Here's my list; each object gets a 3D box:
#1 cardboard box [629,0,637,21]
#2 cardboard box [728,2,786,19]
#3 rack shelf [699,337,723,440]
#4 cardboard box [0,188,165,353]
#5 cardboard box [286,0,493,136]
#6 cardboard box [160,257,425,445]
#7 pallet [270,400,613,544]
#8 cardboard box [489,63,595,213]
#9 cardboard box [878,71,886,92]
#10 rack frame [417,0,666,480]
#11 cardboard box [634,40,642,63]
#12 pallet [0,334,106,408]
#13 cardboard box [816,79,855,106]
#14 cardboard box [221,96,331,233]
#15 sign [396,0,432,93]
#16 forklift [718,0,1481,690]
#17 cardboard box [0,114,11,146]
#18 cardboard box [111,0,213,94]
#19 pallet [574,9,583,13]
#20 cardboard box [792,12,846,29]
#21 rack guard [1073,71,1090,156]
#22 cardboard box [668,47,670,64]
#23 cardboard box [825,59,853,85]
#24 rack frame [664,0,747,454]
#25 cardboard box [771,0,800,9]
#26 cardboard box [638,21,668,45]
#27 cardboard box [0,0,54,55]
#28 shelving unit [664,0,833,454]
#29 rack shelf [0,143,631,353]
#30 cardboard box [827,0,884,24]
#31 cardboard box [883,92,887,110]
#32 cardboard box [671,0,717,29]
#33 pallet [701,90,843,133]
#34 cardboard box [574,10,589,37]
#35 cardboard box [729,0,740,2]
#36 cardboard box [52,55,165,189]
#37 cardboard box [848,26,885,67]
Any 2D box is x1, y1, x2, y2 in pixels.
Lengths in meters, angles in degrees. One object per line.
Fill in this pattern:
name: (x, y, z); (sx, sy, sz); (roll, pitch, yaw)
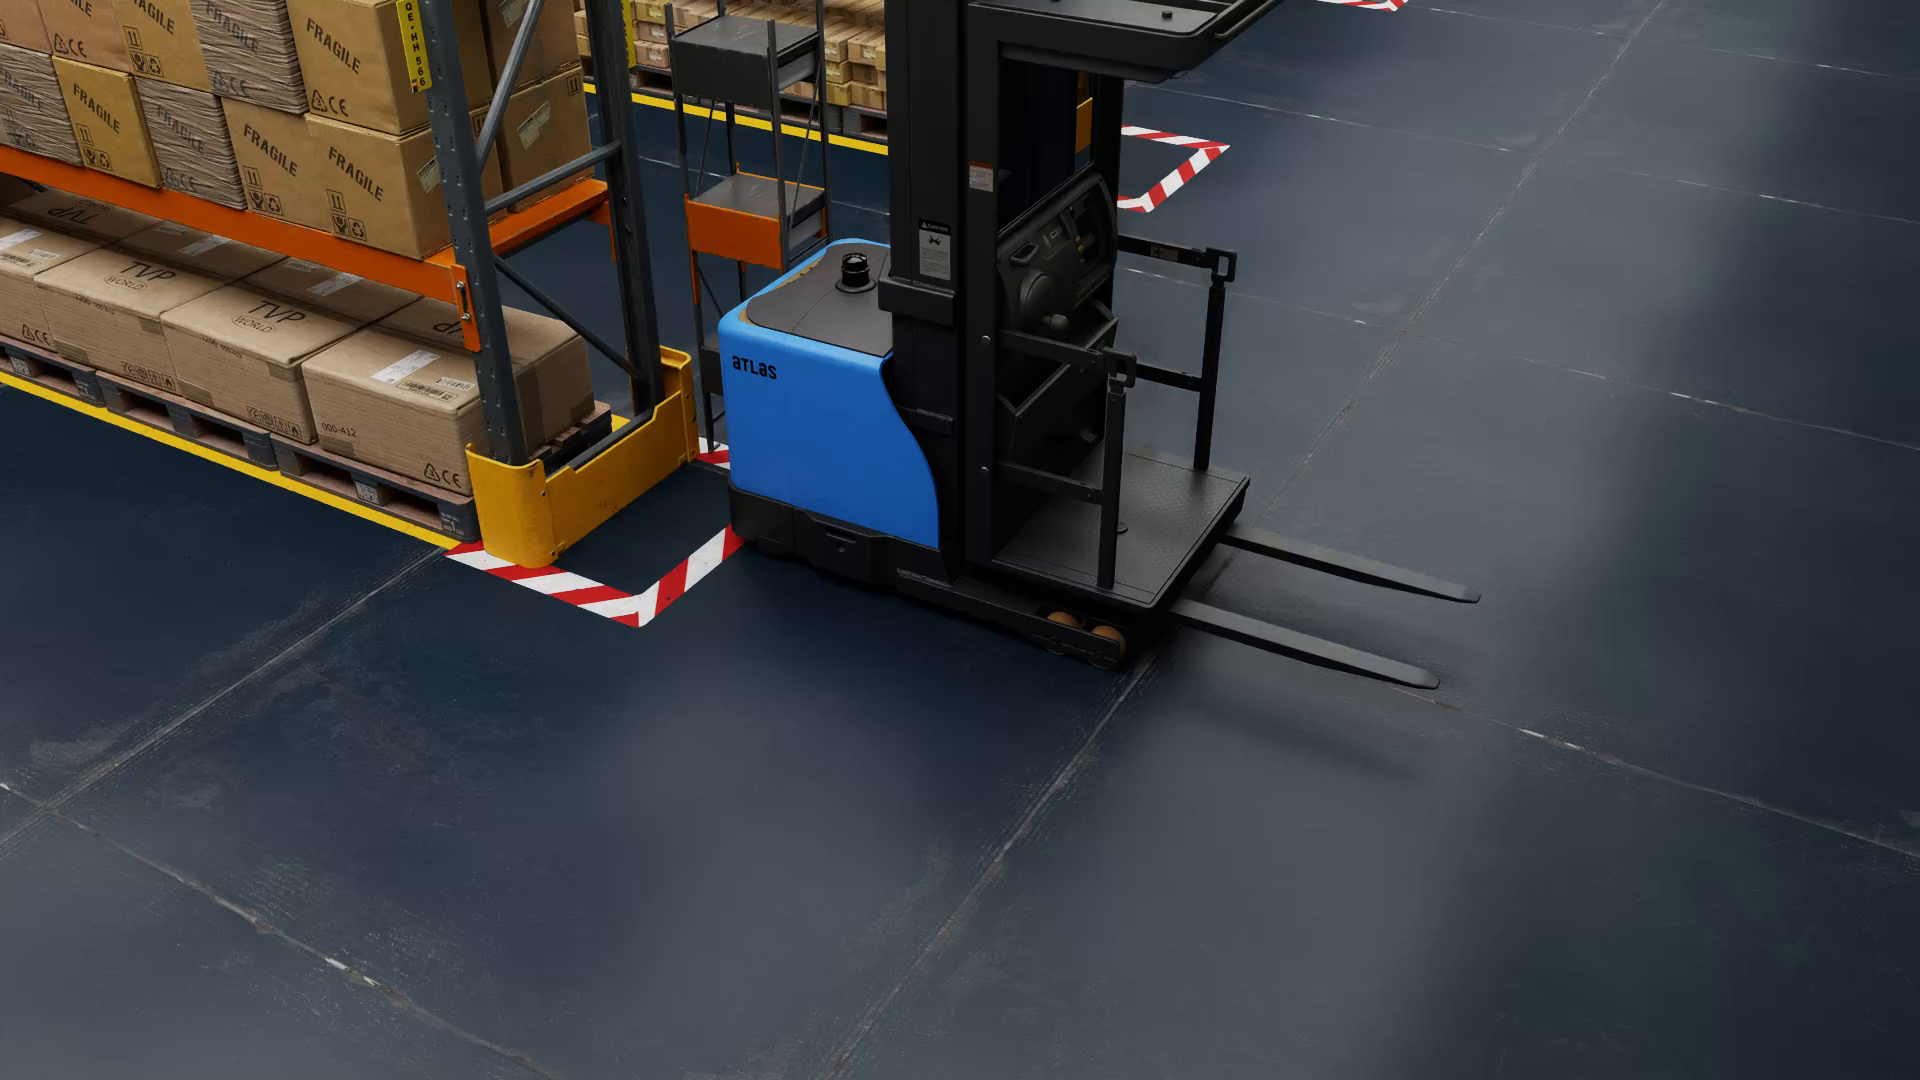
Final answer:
cardboard box: (-2.364, -3.893, 12.046); (0.250, 0.149, 0.380); (20, 38, 27)
cardboard box: (-1.424, -3.642, 11.669); (0.250, 0.149, 0.380); (16, 37, 22)
rack shelf: (-0.878, -0.727, 7.735); (0.480, 0.518, 0.431); (16, 37, 22)
cardboard box: (-4.646, -1.430, 8.624); (0.875, 0.438, 0.875); (17, 37, 24)
cardboard box: (-2.202, -1.922, 6.437); (0.500, 0.500, 0.500); (19, 38, 26)
cardboard box: (-3.087, -0.935, 7.881); (0.875, 0.438, 0.875); (19, 38, 26)
pallet: (-2.398, -0.468, 7.762); (1.213, 0.211, 1.003); (18, 37, 24)
cardboard box: (-1.939, -1.758, 7.093); (0.500, 0.500, 0.500); (17, 37, 24)
cardboard box: (-0.349, -3.118, 11.151); (0.250, 0.149, 0.380); (16, 37, 23)
rack frame: (-1.665, -1.446, 6.715); (0.127, 3.000, 1.000); (18, 37, 24)
cardboard box: (-2.382, -3.616, 12.167); (0.250, 0.149, 0.380); (19, 38, 26)
pallet: (-4.517, -1.139, 8.770); (1.213, 0.211, 1.003); (18, 37, 24)
cardboard box: (-0.791, -3.126, 11.432); (0.250, 0.149, 0.380); (16, 37, 22)
cardboard box: (-2.644, -1.638, 6.914); (0.500, 0.500, 0.500); (17, 37, 23)
sign: (-1.947, -1.769, 5.942); (0.005, 0.325, 0.100); (18, 37, 24)
forklift: (0.555, -1.054, 6.189); (3.031, 2.935, 1.130); (17, 37, 23)
cardboard box: (-4.426, -2.192, 7.746); (0.500, 0.500, 0.500); (18, 38, 25)
cardboard box: (-3.098, -2.189, 6.839); (0.500, 0.500, 0.500); (17, 37, 24)
pallet: (-3.446, -4.009, 13.080); (1.213, 0.211, 1.003); (18, 37, 24)
cardboard box: (-0.988, -3.497, 11.451); (0.250, 0.149, 0.380); (16, 37, 23)
rack guard: (0.637, -2.836, 11.058); (0.348, 0.500, 1.175); (18, 37, 24)
cardboard box: (-1.895, -3.527, 12.034); (0.250, 0.149, 0.380); (17, 37, 23)
cardboard box: (-0.805, -3.254, 11.355); (0.250, 0.149, 0.380); (18, 38, 25)
rack frame: (-1.096, -1.383, 7.432); (0.015, 2.100, 0.400); (16, 37, 22)
cardboard box: (-1.163, -3.896, 12.051); (0.250, 0.149, 0.380); (16, 37, 23)
cardboard box: (-2.120, -3.738, 12.082); (0.250, 0.149, 0.380); (17, 37, 24)
cardboard box: (-3.970, -2.468, 7.258); (0.500, 0.500, 0.500); (18, 38, 25)
shelving unit: (-0.878, -1.321, 7.340); (0.503, 2.100, 0.431); (16, 37, 22)
rack shelf: (-3.402, -1.697, 7.741); (4.000, 0.370, 1.077); (18, 37, 24)
cardboard box: (-0.736, -3.752, 11.834); (0.250, 0.149, 0.380); (18, 38, 25)
cardboard box: (-0.317, -3.025, 11.279); (0.250, 0.149, 0.380); (17, 37, 24)
cardboard box: (-1.882, -3.786, 11.886); (0.250, 0.149, 0.380); (17, 37, 23)
pallet: (-1.106, -3.293, 12.004); (1.213, 0.211, 1.003); (18, 37, 24)
cardboard box: (-2.614, -3.814, 12.197); (0.250, 0.149, 0.380); (19, 38, 26)
cardboard box: (-1.684, -3.994, 12.198); (0.250, 0.149, 0.380); (19, 38, 26)
cardboard box: (-3.550, -1.911, 7.323); (0.500, 0.500, 0.500); (19, 38, 26)
cardboard box: (-0.553, -3.324, 11.192); (0.250, 0.149, 0.380); (16, 37, 23)
